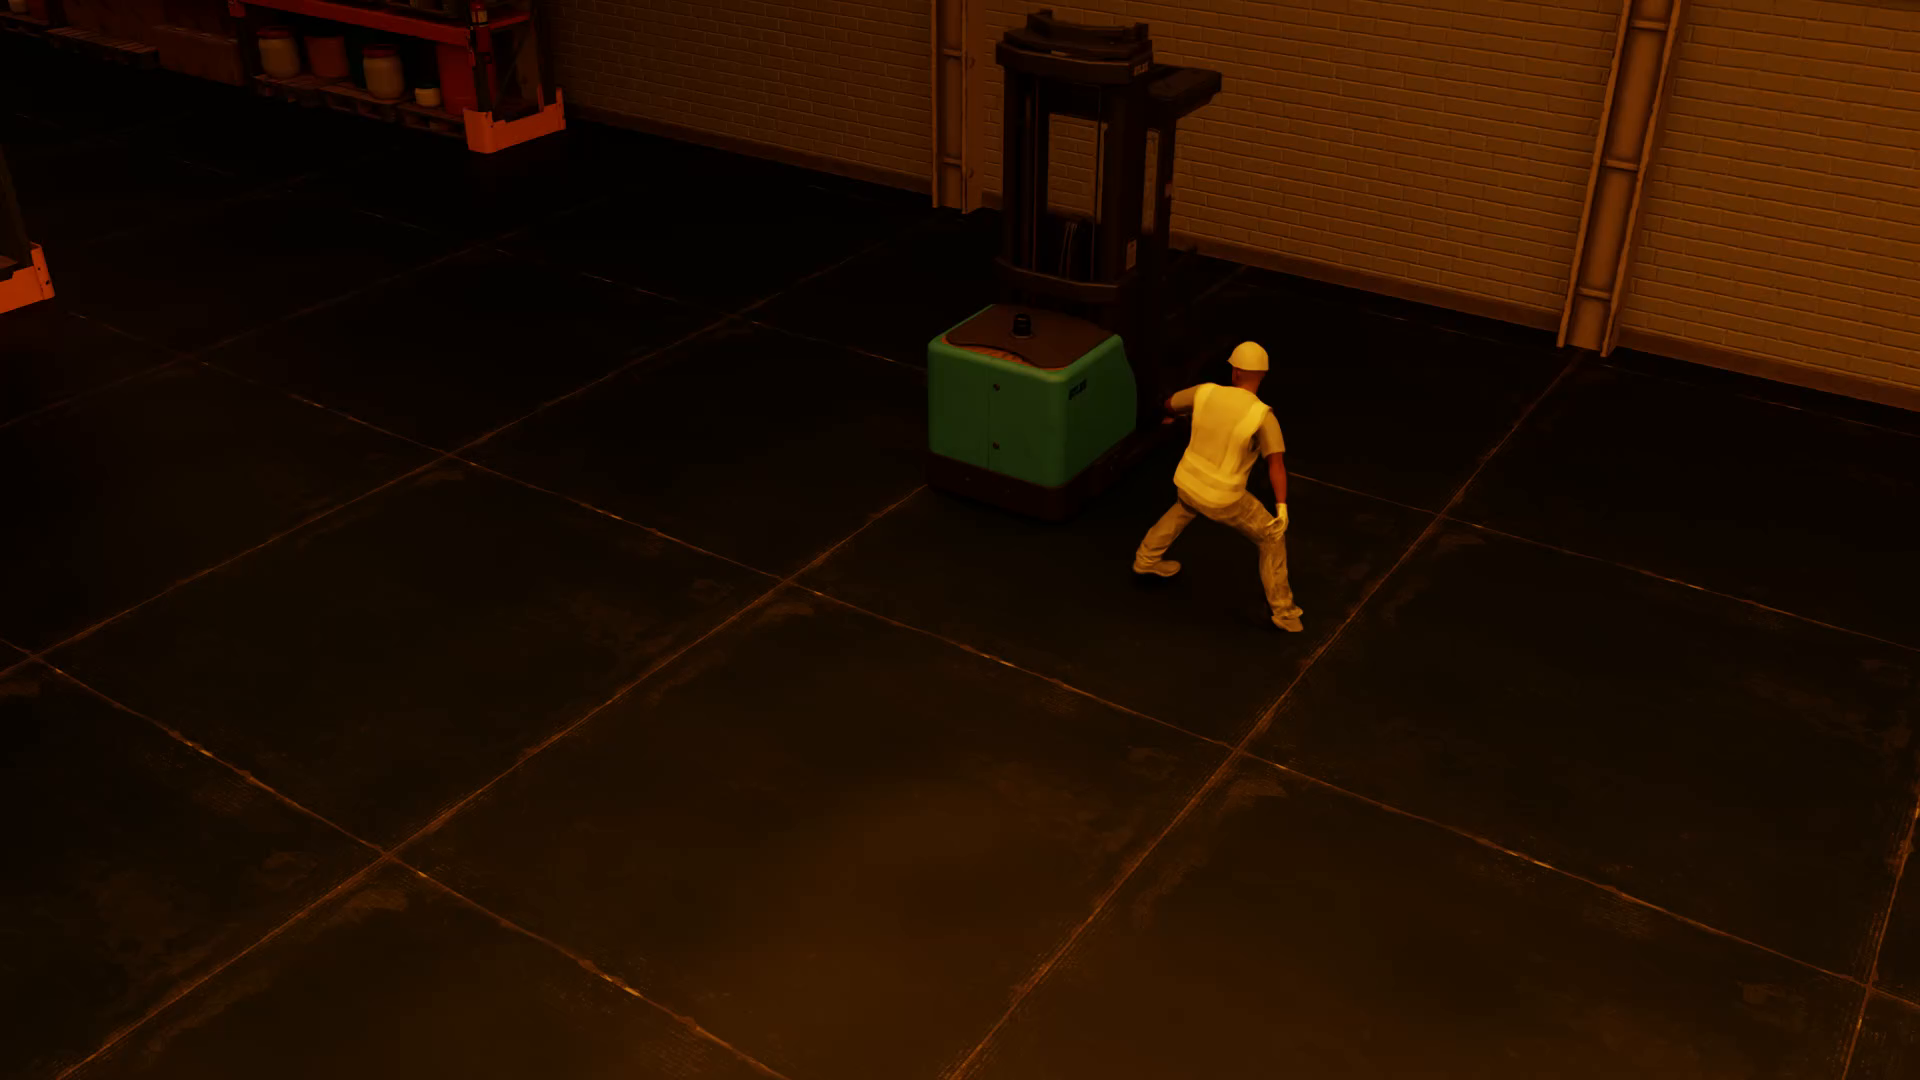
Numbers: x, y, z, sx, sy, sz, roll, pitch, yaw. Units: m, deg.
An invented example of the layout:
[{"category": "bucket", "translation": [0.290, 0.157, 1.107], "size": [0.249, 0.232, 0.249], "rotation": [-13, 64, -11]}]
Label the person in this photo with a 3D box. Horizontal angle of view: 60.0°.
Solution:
[{"category": "person", "translation": [1.542, -0.272, 9.479], "size": [0.583, 1.731, 1.147], "rotation": [-22, 37, -33]}]

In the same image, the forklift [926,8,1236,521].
[{"category": "forklift", "translation": [1.003, -2.083, 11.169], "size": [1.130, 2.935, 3.031], "rotation": [18, 35, 28]}]
